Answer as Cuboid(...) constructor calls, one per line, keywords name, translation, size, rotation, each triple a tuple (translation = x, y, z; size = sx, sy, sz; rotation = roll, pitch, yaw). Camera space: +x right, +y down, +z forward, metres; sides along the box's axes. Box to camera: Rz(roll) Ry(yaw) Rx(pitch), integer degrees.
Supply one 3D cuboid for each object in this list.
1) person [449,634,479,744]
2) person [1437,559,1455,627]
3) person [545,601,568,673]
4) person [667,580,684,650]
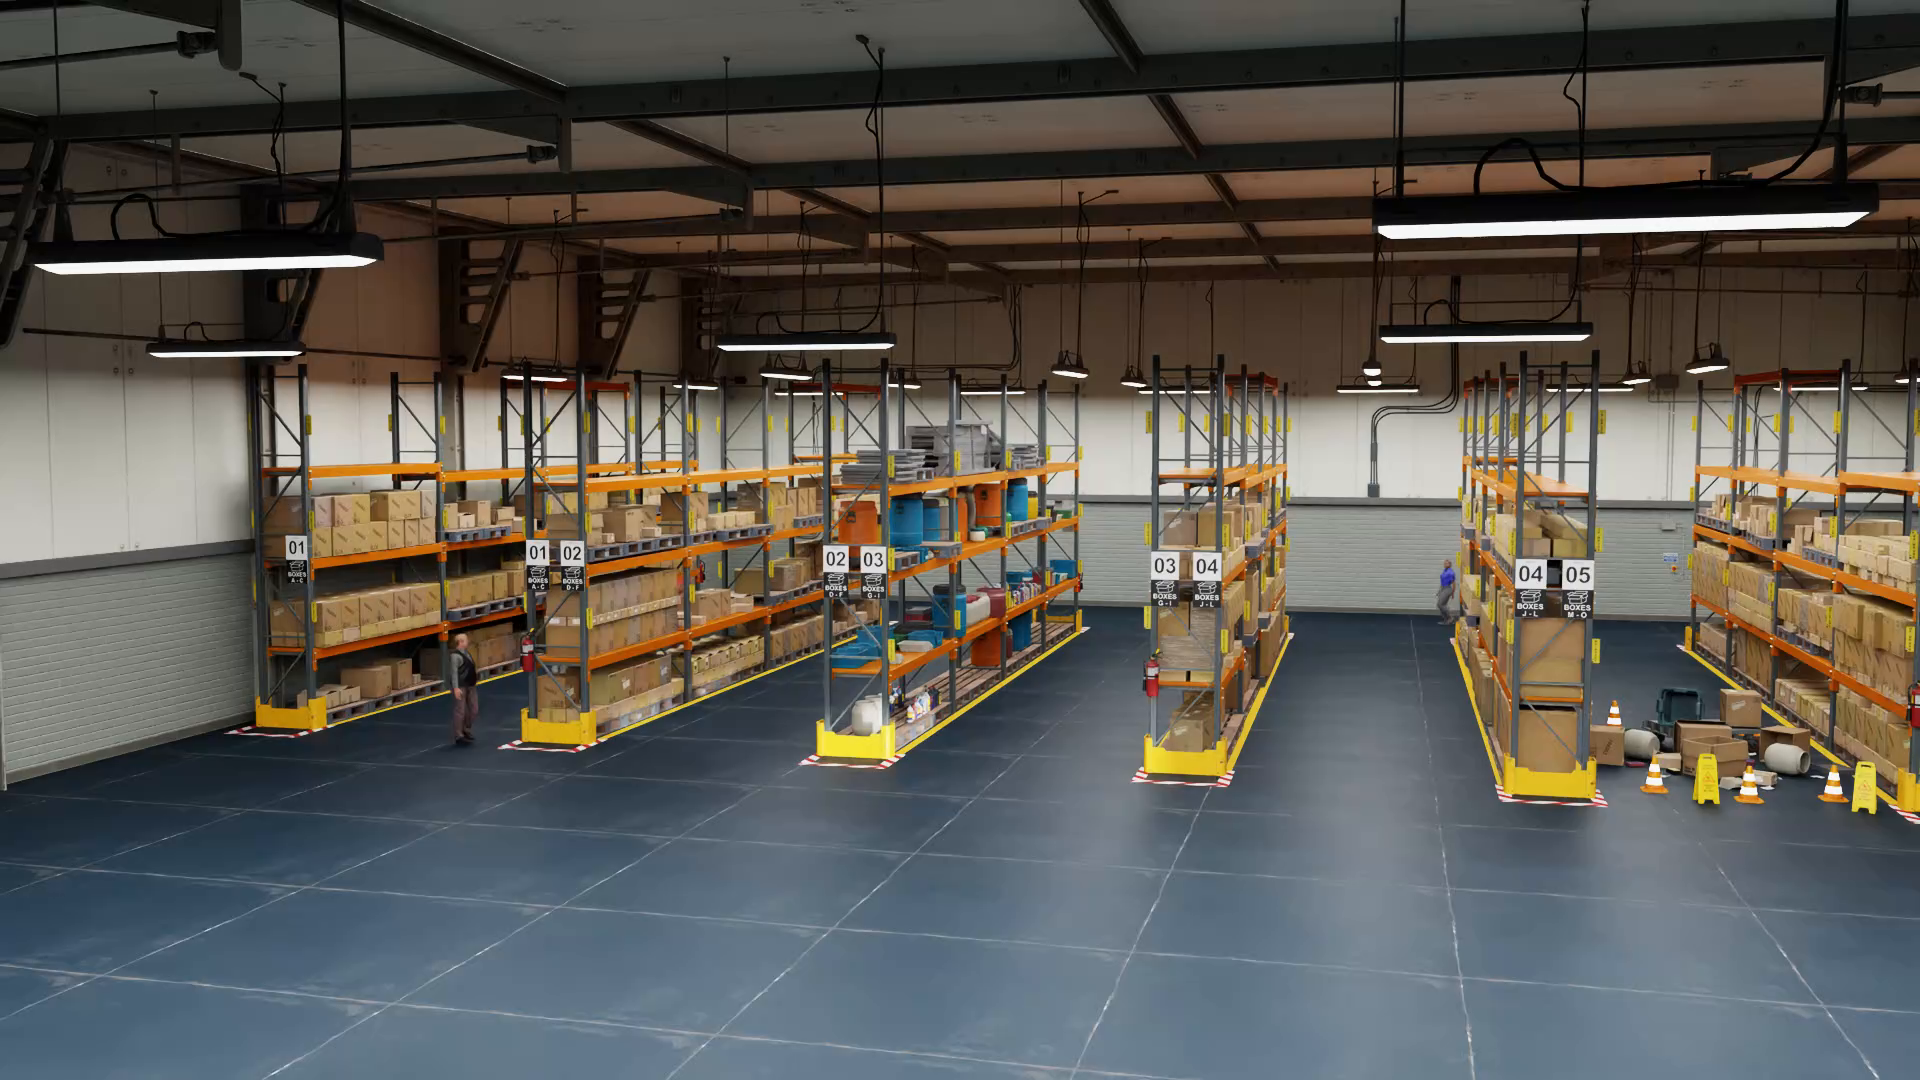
Cuboid(name="person", translation=(-7.859, 2.345, 26.238), size=(0.428, 1.746, 0.600), rotation=(1, 4, 17))
Cuboid(name="person", translation=(12.088, 1.318, 41.476), size=(0.435, 1.669, 0.444), rotation=(0, 4, 2))
Cuboid(name="person", translation=(-7.944, 1.911, 32.978), size=(0.548, 1.699, 0.531), rotation=(3, 5, 41))
Cuboid(name="person", translation=(-5.938, 1.739, 35.184), size=(0.775, 1.813, 0.877), rotation=(1, 4, 15))
